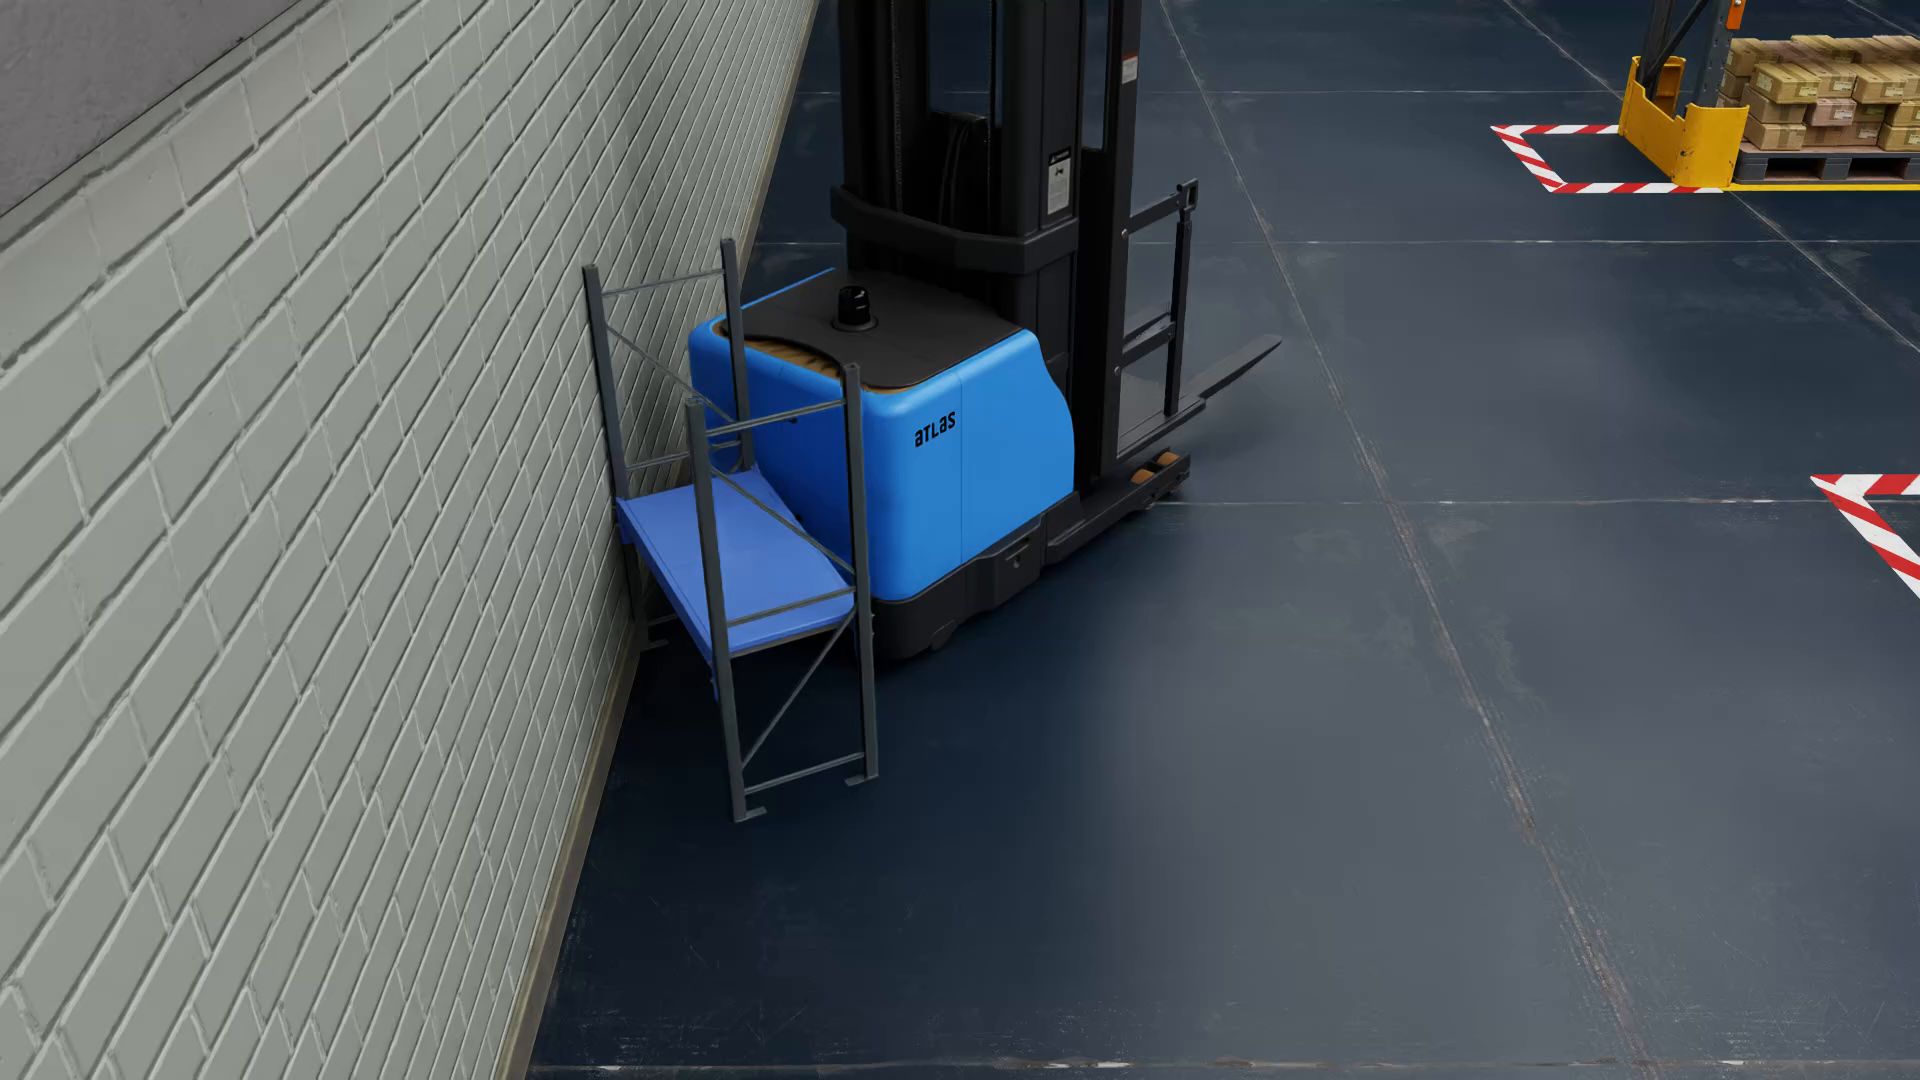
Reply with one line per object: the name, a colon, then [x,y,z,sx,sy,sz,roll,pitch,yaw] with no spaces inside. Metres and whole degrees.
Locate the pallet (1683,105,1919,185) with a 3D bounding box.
pallet: [5.463,-2.575,10.791,1.213,0.211,1.003,0,31,0]

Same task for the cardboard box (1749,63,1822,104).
cardboard box: [5.100,-2.824,10.282,0.250,0.149,0.380,-2,31,-3]

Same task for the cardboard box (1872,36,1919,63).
cardboard box: [6.140,-3.167,10.848,0.250,0.149,0.380,1,31,2]

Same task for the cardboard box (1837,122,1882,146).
cardboard box: [5.610,-2.627,10.532,0.250,0.149,0.380,0,31,0]

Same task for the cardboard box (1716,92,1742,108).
cardboard box: [5.100,-2.854,10.905,0.250,0.149,0.380,0,31,1]

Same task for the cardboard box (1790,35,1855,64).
cardboard box: [5.612,-3.169,10.852,0.250,0.149,0.380,-1,31,-1]

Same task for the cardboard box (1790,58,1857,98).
cardboard box: [5.375,-2.887,10.386,0.250,0.149,0.380,0,31,1]

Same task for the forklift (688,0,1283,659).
forklift: [0.327,-1.525,6.439,1.130,2.935,3.031,23,38,32]

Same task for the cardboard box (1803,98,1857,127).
cardboard box: [5.374,-2.711,10.384,0.250,0.149,0.380,0,31,-1]

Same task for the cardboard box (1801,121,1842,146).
cardboard box: [5.361,-2.623,10.525,0.250,0.149,0.380,0,31,0]

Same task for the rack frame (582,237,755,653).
rack frame: [-0.954,-0.290,5.731,0.500,1.500,0.032,-15,36,-22]

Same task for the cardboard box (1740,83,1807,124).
cardboard box: [5.100,-2.740,10.430,0.250,0.149,0.380,1,31,2]

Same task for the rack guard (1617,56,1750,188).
rack guard: [4.650,-2.715,10.742,0.348,0.500,1.175,0,31,0]

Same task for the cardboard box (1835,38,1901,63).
cardboard box: [5.871,-3.137,10.799,0.250,0.149,0.380,-1,31,-2]

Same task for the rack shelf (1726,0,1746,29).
rack shelf: [6.574,-3.482,10.291,4.000,0.370,1.077,0,31,0]

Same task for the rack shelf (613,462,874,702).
rack shelf: [-0.727,0.107,5.445,0.538,0.185,1.000,-15,36,-22]

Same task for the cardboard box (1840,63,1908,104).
cardboard box: [5.628,-2.821,10.278,0.250,0.149,0.380,0,31,0]

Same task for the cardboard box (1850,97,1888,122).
cardboard box: [5.618,-2.758,10.460,0.250,0.149,0.380,0,31,0]

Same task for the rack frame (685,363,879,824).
rack frame: [-0.504,0.202,4.964,0.500,1.500,0.032,-15,36,-22]

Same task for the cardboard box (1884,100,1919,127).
cardboard box: [5.875,-2.702,10.369,0.250,0.149,0.380,1,31,1]

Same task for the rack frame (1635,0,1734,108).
rack frame: [4.574,-3.783,10.094,0.127,3.000,1.000,0,31,0]

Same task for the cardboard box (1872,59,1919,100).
cardboard box: [5.876,-2.865,10.350,0.250,0.149,0.380,-2,31,-3]

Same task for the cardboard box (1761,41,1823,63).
cardboard box: [5.354,-3.102,10.742,0.250,0.149,0.380,0,31,1]

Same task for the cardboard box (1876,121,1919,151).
cardboard box: [5.866,-2.571,10.439,0.250,0.149,0.380,0,31,0]

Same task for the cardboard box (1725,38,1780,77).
cardboard box: [5.102,-3.131,10.789,0.250,0.149,0.380,0,31,0]

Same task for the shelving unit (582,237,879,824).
shelving unit: [-0.729,-0.044,5.348,0.538,1.500,1.048,-15,36,-22]

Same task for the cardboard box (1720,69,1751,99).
cardboard box: [5.100,-3.021,10.894,0.250,0.149,0.380,-1,31,-2]

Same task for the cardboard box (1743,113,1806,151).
cardboard box: [5.100,-2.580,10.453,0.250,0.149,0.380,0,31,1]

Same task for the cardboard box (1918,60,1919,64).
cardboard box: [6.153,-2.861,10.344,0.250,0.149,0.380,1,31,2]
